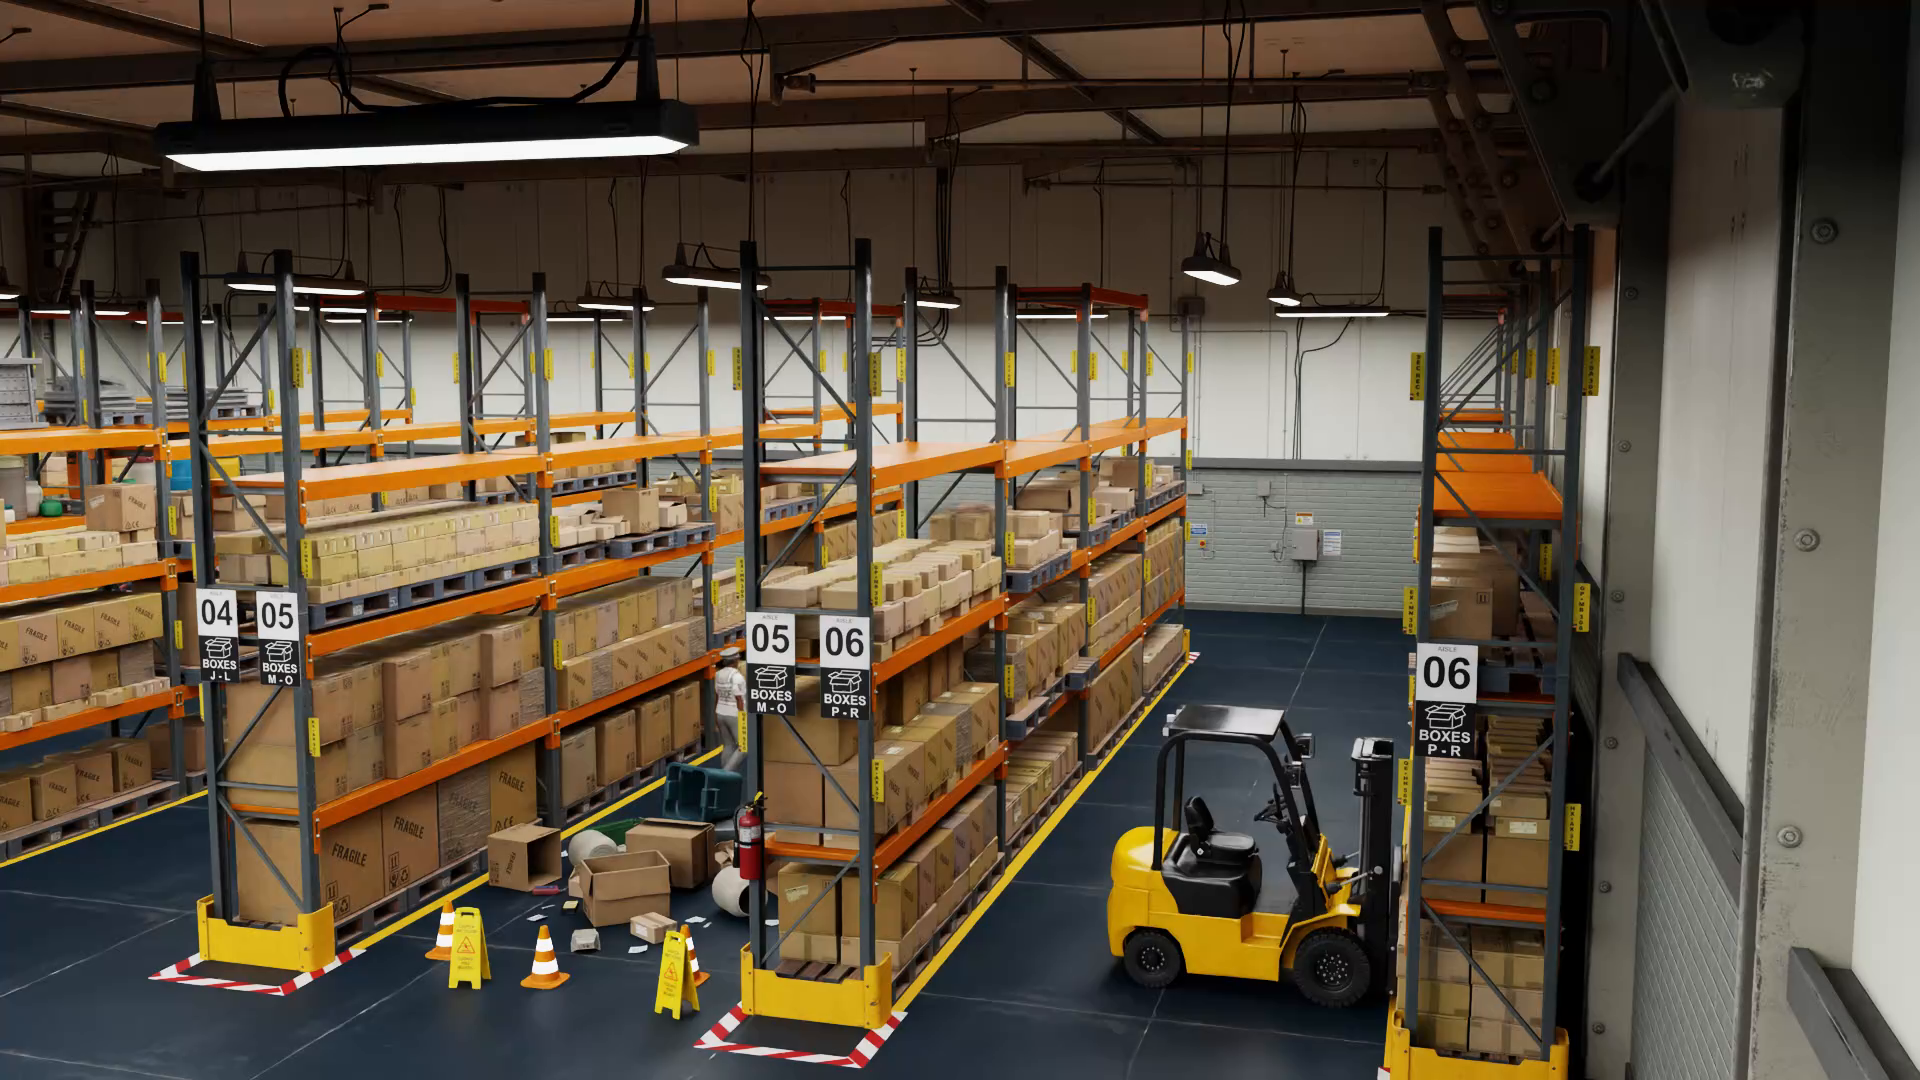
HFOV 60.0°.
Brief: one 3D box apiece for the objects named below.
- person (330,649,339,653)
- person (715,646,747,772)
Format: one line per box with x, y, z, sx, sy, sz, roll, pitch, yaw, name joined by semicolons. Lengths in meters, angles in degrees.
-7.318;2.119;19.793;0.624;1.712;0.659;1;7;11;person
-2.761;2.124;19.839;0.493;1.674;0.485;6;9;43;person
